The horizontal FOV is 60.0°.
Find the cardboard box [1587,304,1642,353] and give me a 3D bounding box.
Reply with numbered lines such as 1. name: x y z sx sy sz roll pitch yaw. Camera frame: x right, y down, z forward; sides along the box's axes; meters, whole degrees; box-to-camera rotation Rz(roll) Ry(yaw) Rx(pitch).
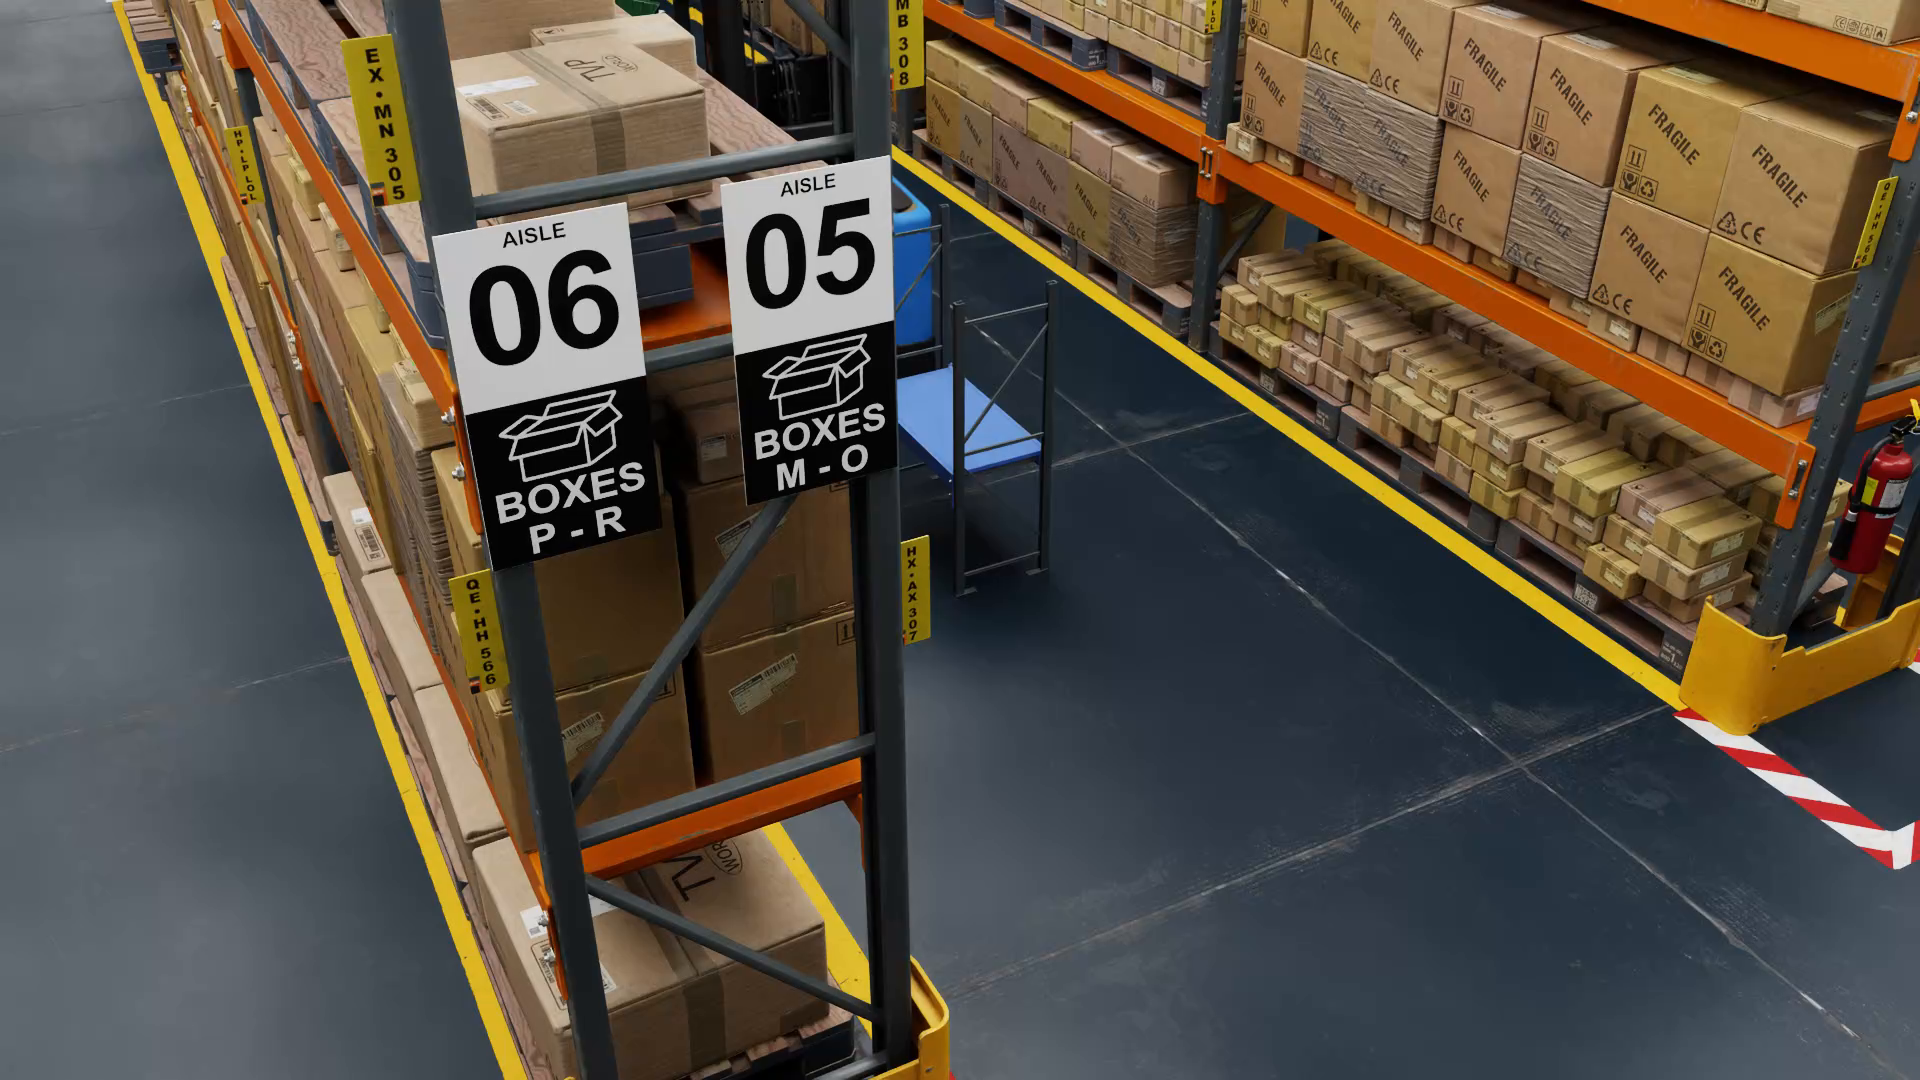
1. cardboard box: 2.959 -0.960 7.201 0.380 0.149 0.250 -15 36 -22

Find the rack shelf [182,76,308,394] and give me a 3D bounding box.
1. rack shelf: -3.416 -1.889 9.085 1.077 0.370 4.000 -16 36 -23

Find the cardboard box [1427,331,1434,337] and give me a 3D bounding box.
1. cardboard box: 2.721 -1.051 9.088 0.380 0.149 0.250 -15 36 -22

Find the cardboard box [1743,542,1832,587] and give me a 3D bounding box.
1. cardboard box: 3.752 0.071 7.611 0.380 0.149 0.250 -15 36 -22

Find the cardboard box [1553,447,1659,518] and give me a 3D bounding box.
1. cardboard box: 2.943 -0.263 7.583 0.380 0.149 0.250 -17 36 -24

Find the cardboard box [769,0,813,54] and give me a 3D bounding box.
1. cardboard box: -1.066 -4.843 14.725 1.050 0.750 0.750 -16 36 -23

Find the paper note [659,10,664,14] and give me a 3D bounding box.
1. paper note: -2.996 -5.192 16.325 0.142 0.020 0.147 12 35 19

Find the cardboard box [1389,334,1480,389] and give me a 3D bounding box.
1. cardboard box: 2.452 -0.916 8.602 0.380 0.149 0.250 -17 37 -25

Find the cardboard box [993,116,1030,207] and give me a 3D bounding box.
1. cardboard box: 0.569 -2.679 11.579 0.500 0.500 0.500 -17 36 -24

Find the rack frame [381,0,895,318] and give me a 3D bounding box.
1. rack frame: -0.618 -1.854 2.803 1.000 3.000 0.127 -16 36 -23

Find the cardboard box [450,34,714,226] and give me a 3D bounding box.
1. cardboard box: -0.908 -0.939 3.812 0.500 0.250 0.500 -19 37 -27

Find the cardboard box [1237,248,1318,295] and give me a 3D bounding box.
1. cardboard box: 1.826 -1.541 9.577 0.380 0.149 0.250 -14 35 -21

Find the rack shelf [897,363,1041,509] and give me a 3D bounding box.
1. rack shelf: -0.040 -0.521 8.006 0.538 0.185 1.000 -16 36 -23

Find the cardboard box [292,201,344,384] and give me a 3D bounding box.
1. cardboard box: -2.017 -0.922 5.889 0.500 0.500 0.500 -15 36 -22

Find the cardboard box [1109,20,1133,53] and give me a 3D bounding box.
1. cardboard box: 1.136 -3.104 10.158 0.380 0.149 0.250 -18 37 -25

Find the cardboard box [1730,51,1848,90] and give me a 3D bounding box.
1. cardboard box: 3.498 -1.730 6.875 0.500 0.500 0.500 -15 36 -22

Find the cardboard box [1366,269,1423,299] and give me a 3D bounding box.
1. cardboard box: 2.521 -1.424 9.394 0.380 0.149 0.250 -16 36 -24

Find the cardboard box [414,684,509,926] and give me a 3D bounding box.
1. cardboard box: -1.449 0.849 6.130 0.875 0.438 0.875 -15 36 -22

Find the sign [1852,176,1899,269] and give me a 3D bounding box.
1. sign: 3.213 -1.112 5.839 0.100 0.325 0.005 -16 36 -23

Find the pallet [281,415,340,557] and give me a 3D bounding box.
1. pallet: -2.910 -0.412 8.698 1.003 0.211 1.213 -16 36 -23

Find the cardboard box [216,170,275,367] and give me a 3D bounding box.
1. cardboard box: -3.688 -1.651 9.627 0.875 0.875 0.875 -15 36 -23

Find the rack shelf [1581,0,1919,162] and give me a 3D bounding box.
1. rack shelf: 2.781 -2.536 7.314 1.077 0.370 4.000 -16 36 -23

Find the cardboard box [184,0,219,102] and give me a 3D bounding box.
1. cardboard box: -3.635 -2.586 8.486 0.500 0.500 0.500 -15 36 -22

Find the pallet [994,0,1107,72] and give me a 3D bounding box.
1. pallet: 0.943 -3.424 10.992 1.003 0.211 1.213 -16 36 -23

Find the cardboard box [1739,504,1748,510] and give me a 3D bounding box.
1. cardboard box: 3.619 -0.183 7.732 0.380 0.149 0.250 -16 36 -23

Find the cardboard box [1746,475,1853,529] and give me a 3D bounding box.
1. cardboard box: 3.770 -0.184 7.459 0.380 0.149 0.250 -18 37 -25

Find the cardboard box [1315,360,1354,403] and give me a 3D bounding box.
1. cardboard box: 2.183 -0.911 9.145 0.380 0.149 0.250 -17 36 -24

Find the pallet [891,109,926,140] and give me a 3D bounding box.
1. pallet: -0.317 -3.661 13.768 1.003 0.211 1.213 -16 36 -23

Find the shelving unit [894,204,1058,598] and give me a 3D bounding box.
1. shelving unit: -0.040 -0.672 7.909 0.538 1.500 1.048 -16 36 -23

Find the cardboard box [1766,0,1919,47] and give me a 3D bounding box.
1. cardboard box: 3.267 -1.972 5.906 0.500 0.250 0.500 -17 36 -24

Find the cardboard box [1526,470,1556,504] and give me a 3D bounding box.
1. cardboard box: 2.937 -0.305 7.923 0.380 0.149 0.250 -16 36 -24

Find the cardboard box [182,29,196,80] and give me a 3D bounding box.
1. cardboard box: -4.091 -2.743 9.426 0.500 0.250 0.500 -15 36 -22

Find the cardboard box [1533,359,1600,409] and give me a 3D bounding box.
1. cardboard box: 3.139 -0.807 8.431 0.380 0.149 0.250 -15 36 -22

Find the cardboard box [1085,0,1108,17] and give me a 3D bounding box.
1. cardboard box: 1.000 -3.366 10.290 0.380 0.149 0.250 -18 37 -26

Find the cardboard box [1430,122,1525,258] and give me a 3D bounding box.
1. cardboard box: 2.573 -1.666 7.701 0.500 0.500 0.500 -14 35 -21

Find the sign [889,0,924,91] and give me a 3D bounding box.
1. sign: -0.125 -1.130 3.568 0.100 0.325 0.005 -16 36 -23

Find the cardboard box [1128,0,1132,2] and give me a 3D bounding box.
1. cardboard box: 1.121 -3.372 10.024 0.380 0.149 0.250 -16 36 -23

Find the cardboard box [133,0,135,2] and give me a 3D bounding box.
1. cardboard box: -6.965 -4.847 14.500 0.500 0.500 0.500 -15 36 -22

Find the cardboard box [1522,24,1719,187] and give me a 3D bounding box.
1. cardboard box: 2.794 -1.854 7.067 0.500 0.500 0.500 -14 35 -21

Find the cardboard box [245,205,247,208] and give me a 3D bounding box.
1. cardboard box: -3.370 -1.814 8.439 0.500 0.250 0.500 -17 36 -24

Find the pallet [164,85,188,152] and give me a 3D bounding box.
1. pallet: -5.849 -3.510 13.533 1.003 0.211 1.213 -16 36 -23

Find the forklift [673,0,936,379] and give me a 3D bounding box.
1. forklift: -1.172 -2.762 9.844 1.130 2.935 3.031 -13 35 -19

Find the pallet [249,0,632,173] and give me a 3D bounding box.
1. pallet: -1.546 -1.488 5.094 1.003 0.211 1.213 -16 36 -23

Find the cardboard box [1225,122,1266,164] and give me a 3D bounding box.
1. cardboard box: 1.691 -2.207 9.148 0.380 0.149 0.250 -15 35 -21

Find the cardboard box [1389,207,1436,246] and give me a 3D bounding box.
1. cardboard box: 2.348 -1.591 8.186 0.380 0.149 0.250 -14 35 -21

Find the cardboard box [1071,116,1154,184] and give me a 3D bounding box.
1. cardboard box: 1.050 -2.511 10.622 0.500 0.250 0.500 -14 35 -21

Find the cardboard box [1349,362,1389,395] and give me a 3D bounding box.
1. cardboard box: 2.308 -0.907 8.862 0.380 0.149 0.250 -14 35 -21

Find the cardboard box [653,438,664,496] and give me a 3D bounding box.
1. cardboard box: -0.963 -0.186 4.138 0.380 0.149 0.250 -15 36 -22

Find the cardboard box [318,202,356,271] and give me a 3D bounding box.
1. cardboard box: -1.872 -1.026 5.450 0.380 0.149 0.250 -16 36 -23

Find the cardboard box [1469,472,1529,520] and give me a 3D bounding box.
1. cardboard box: 2.726 -0.262 8.132 0.380 0.149 0.250 -18 37 -25

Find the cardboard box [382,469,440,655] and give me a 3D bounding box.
1. cardboard box: -1.547 -0.020 5.409 0.500 0.500 0.500 -15 36 -22

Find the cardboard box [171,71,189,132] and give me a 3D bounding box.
1. cardboard box: -5.628 -3.534 13.032 0.950 0.372 0.625 -14 35 -20

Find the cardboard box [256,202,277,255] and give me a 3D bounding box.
1. cardboard box: -2.904 -1.534 7.539 0.500 0.250 0.500 -16 36 -23

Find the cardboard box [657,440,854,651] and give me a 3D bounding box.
1. cardboard box: -0.590 -0.092 4.594 0.500 0.500 0.500 -17 36 -24

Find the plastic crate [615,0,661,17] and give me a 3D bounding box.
1. plastic crate: -3.121 -4.942 15.737 0.450 0.188 0.662 10 33 -4
